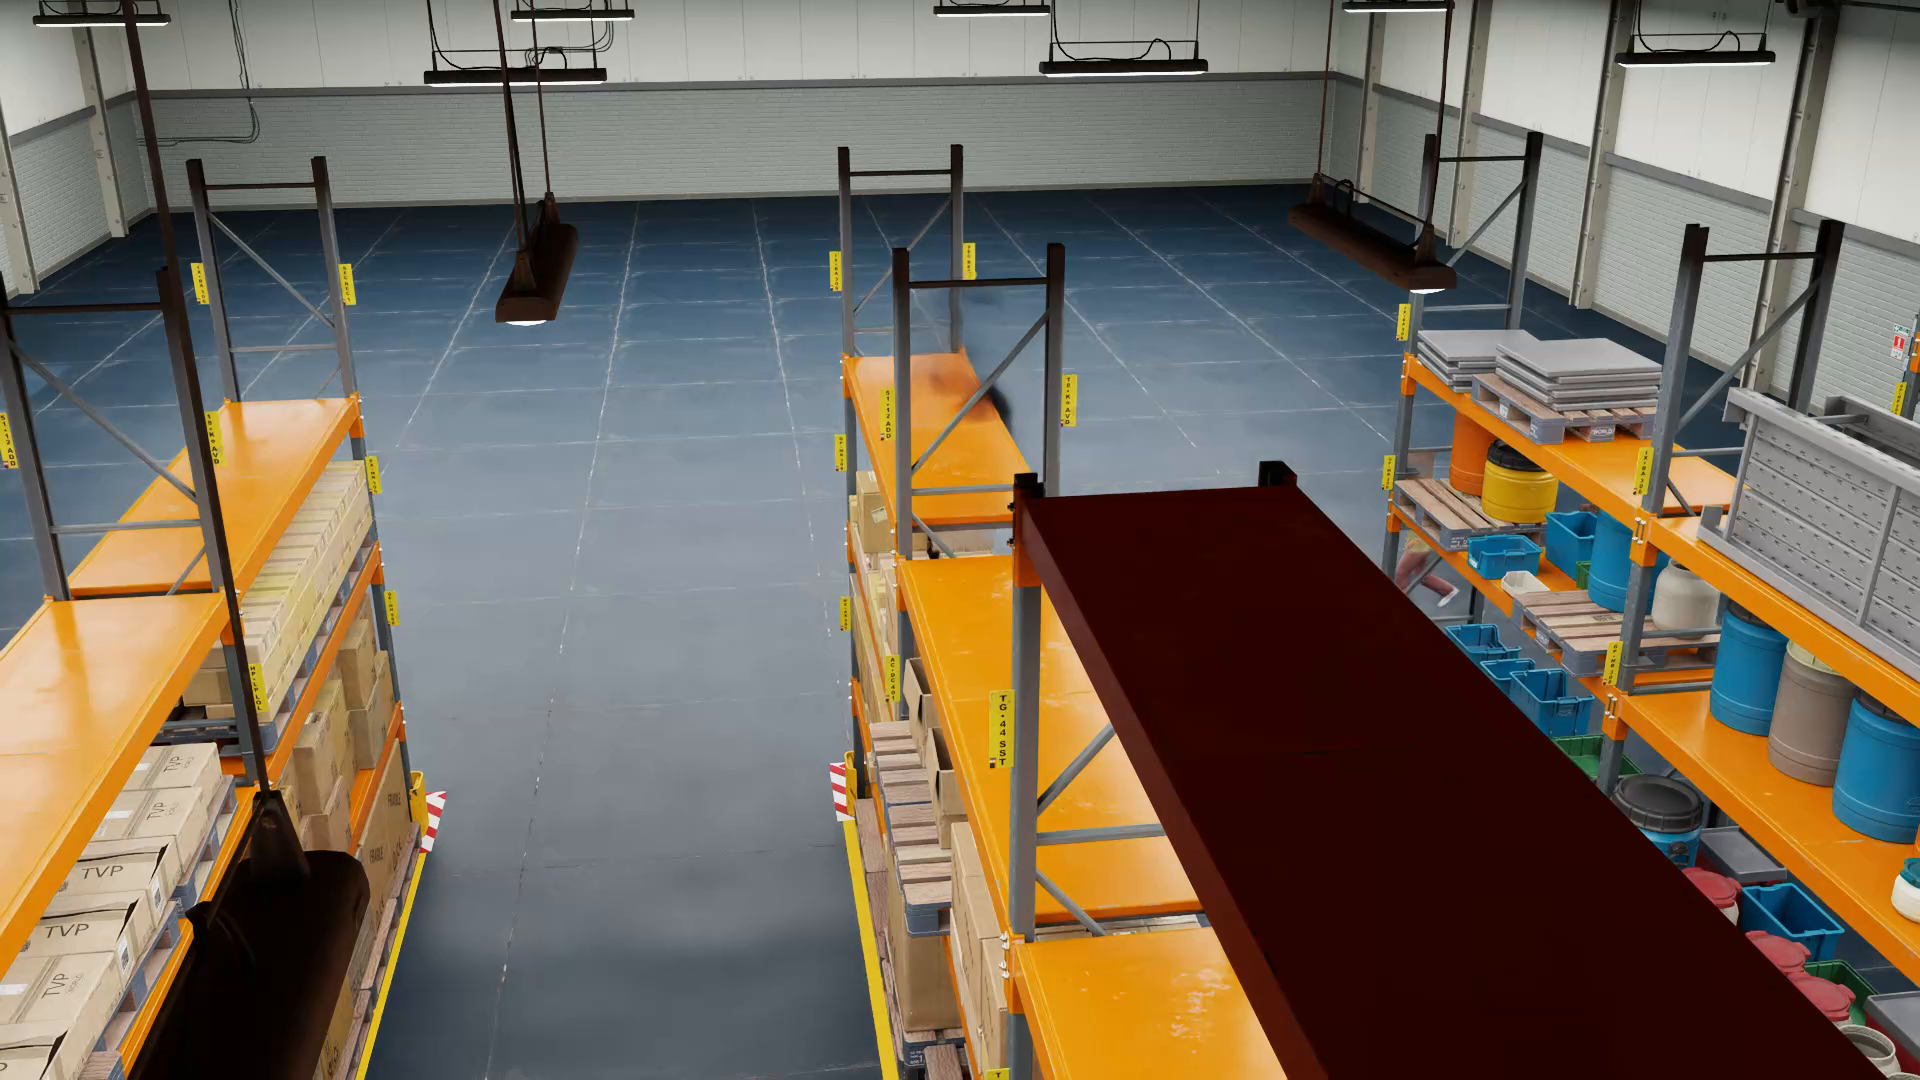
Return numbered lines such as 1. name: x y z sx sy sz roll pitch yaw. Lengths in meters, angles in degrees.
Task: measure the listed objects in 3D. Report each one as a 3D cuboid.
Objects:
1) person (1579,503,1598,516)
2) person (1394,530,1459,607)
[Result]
1. person: 6.981 0.328 18.705 0.792 1.548 0.548 8 23 18
2. person: 5.309 0.121 19.106 0.917 1.673 0.587 7 23 17
